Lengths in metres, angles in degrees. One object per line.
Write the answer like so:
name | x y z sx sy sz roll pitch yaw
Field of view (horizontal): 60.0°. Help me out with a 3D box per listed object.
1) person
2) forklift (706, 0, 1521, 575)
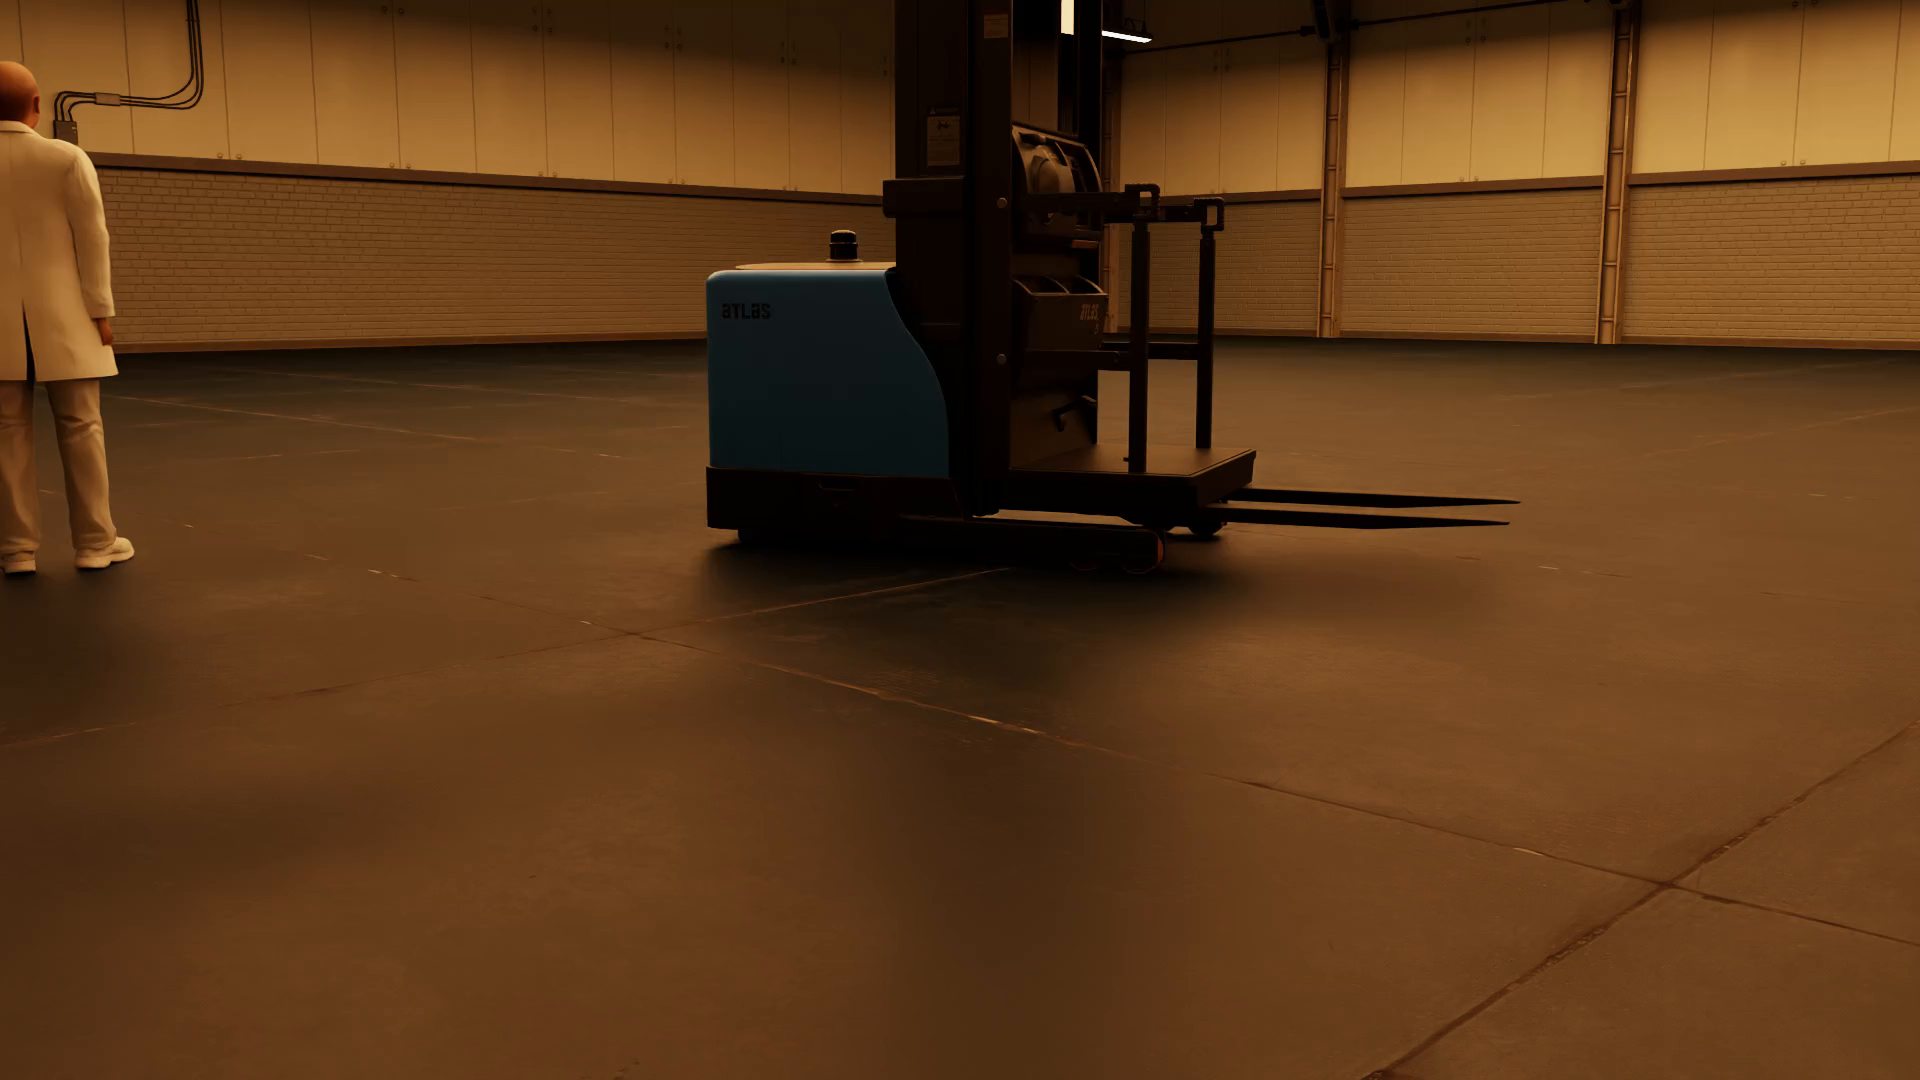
person | -3.317 -0.785 5.946 0.548 1.782 0.386 -3 9 -21
forklift | 0.565 -1.416 6.275 3.031 2.935 1.130 3 9 22
